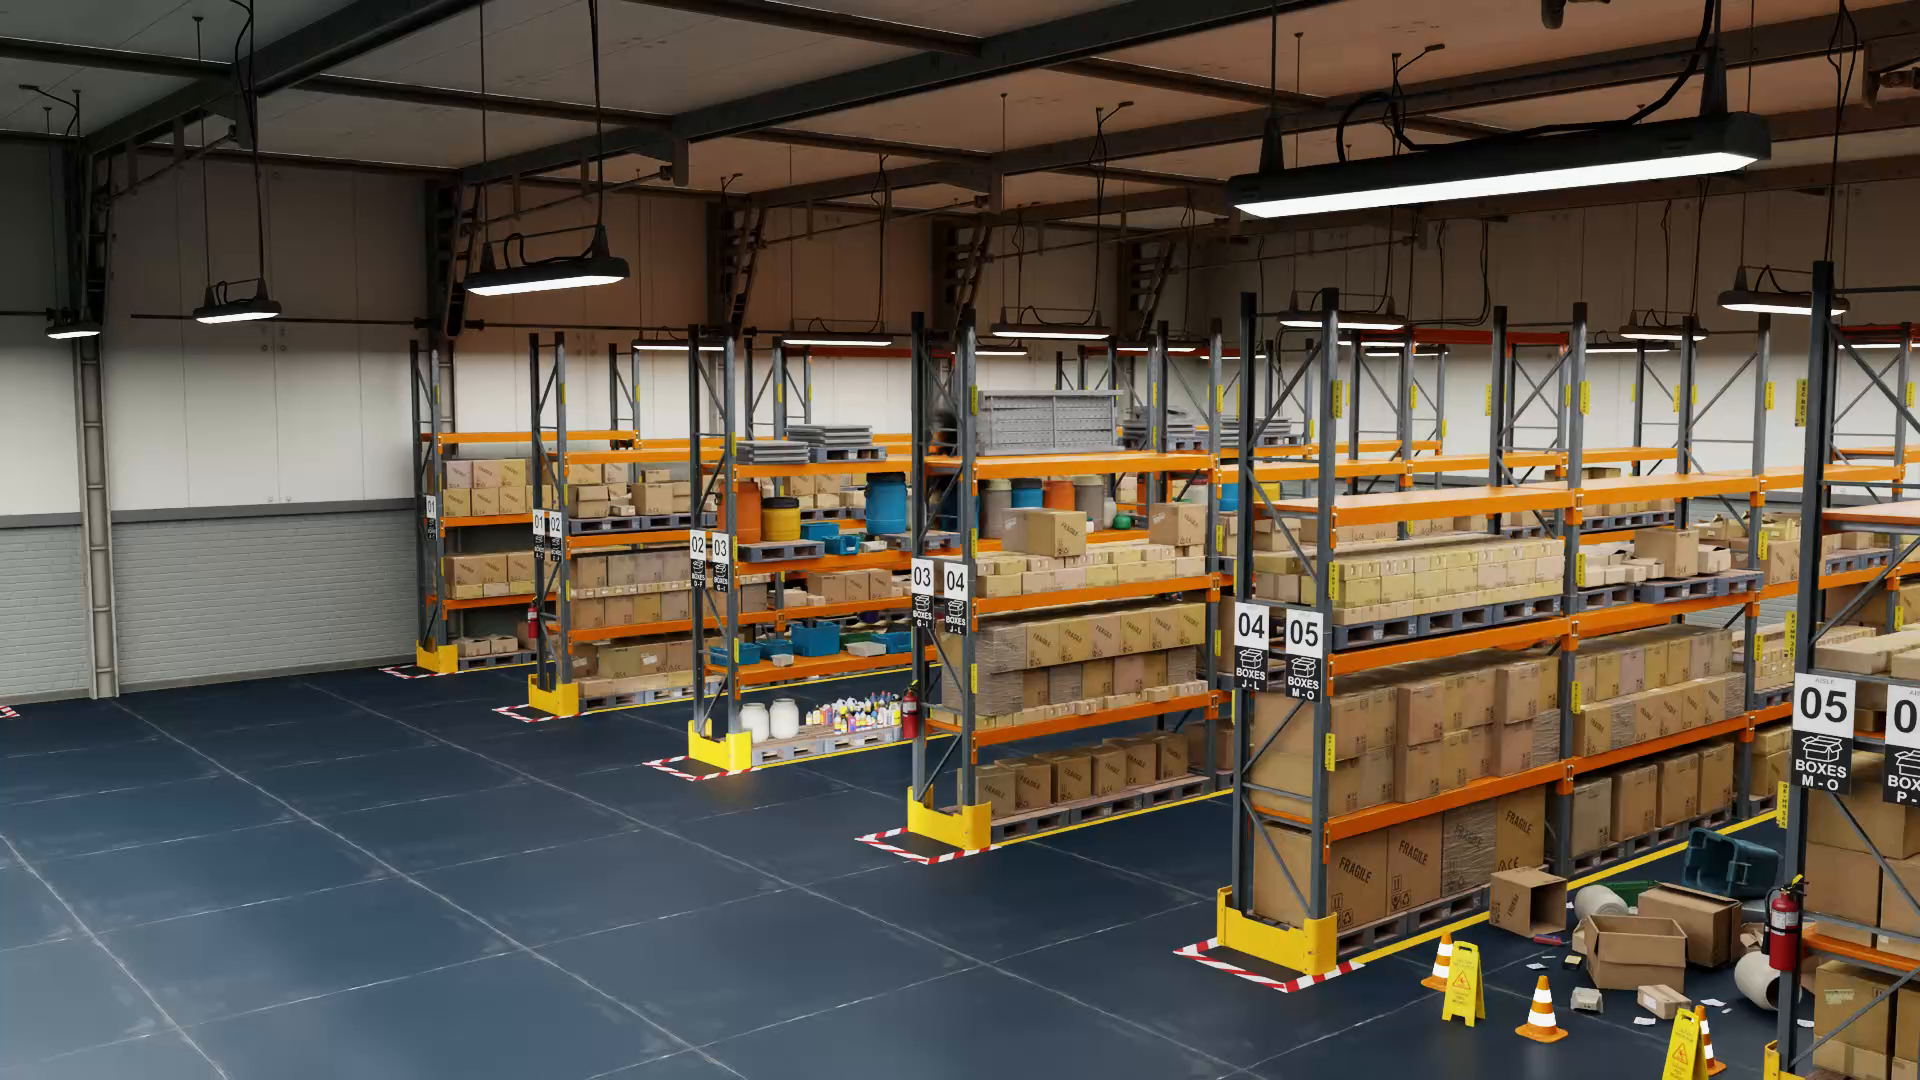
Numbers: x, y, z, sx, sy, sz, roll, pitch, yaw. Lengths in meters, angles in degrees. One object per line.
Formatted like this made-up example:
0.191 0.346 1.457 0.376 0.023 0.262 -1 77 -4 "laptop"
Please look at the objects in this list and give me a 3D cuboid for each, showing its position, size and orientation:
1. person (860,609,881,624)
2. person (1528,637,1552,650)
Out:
-1.849 1.380 32.787 0.606 1.521 0.764 4 7 38 "person"
8.338 2.130 23.932 0.632 1.606 0.649 5 7 44 "person"
